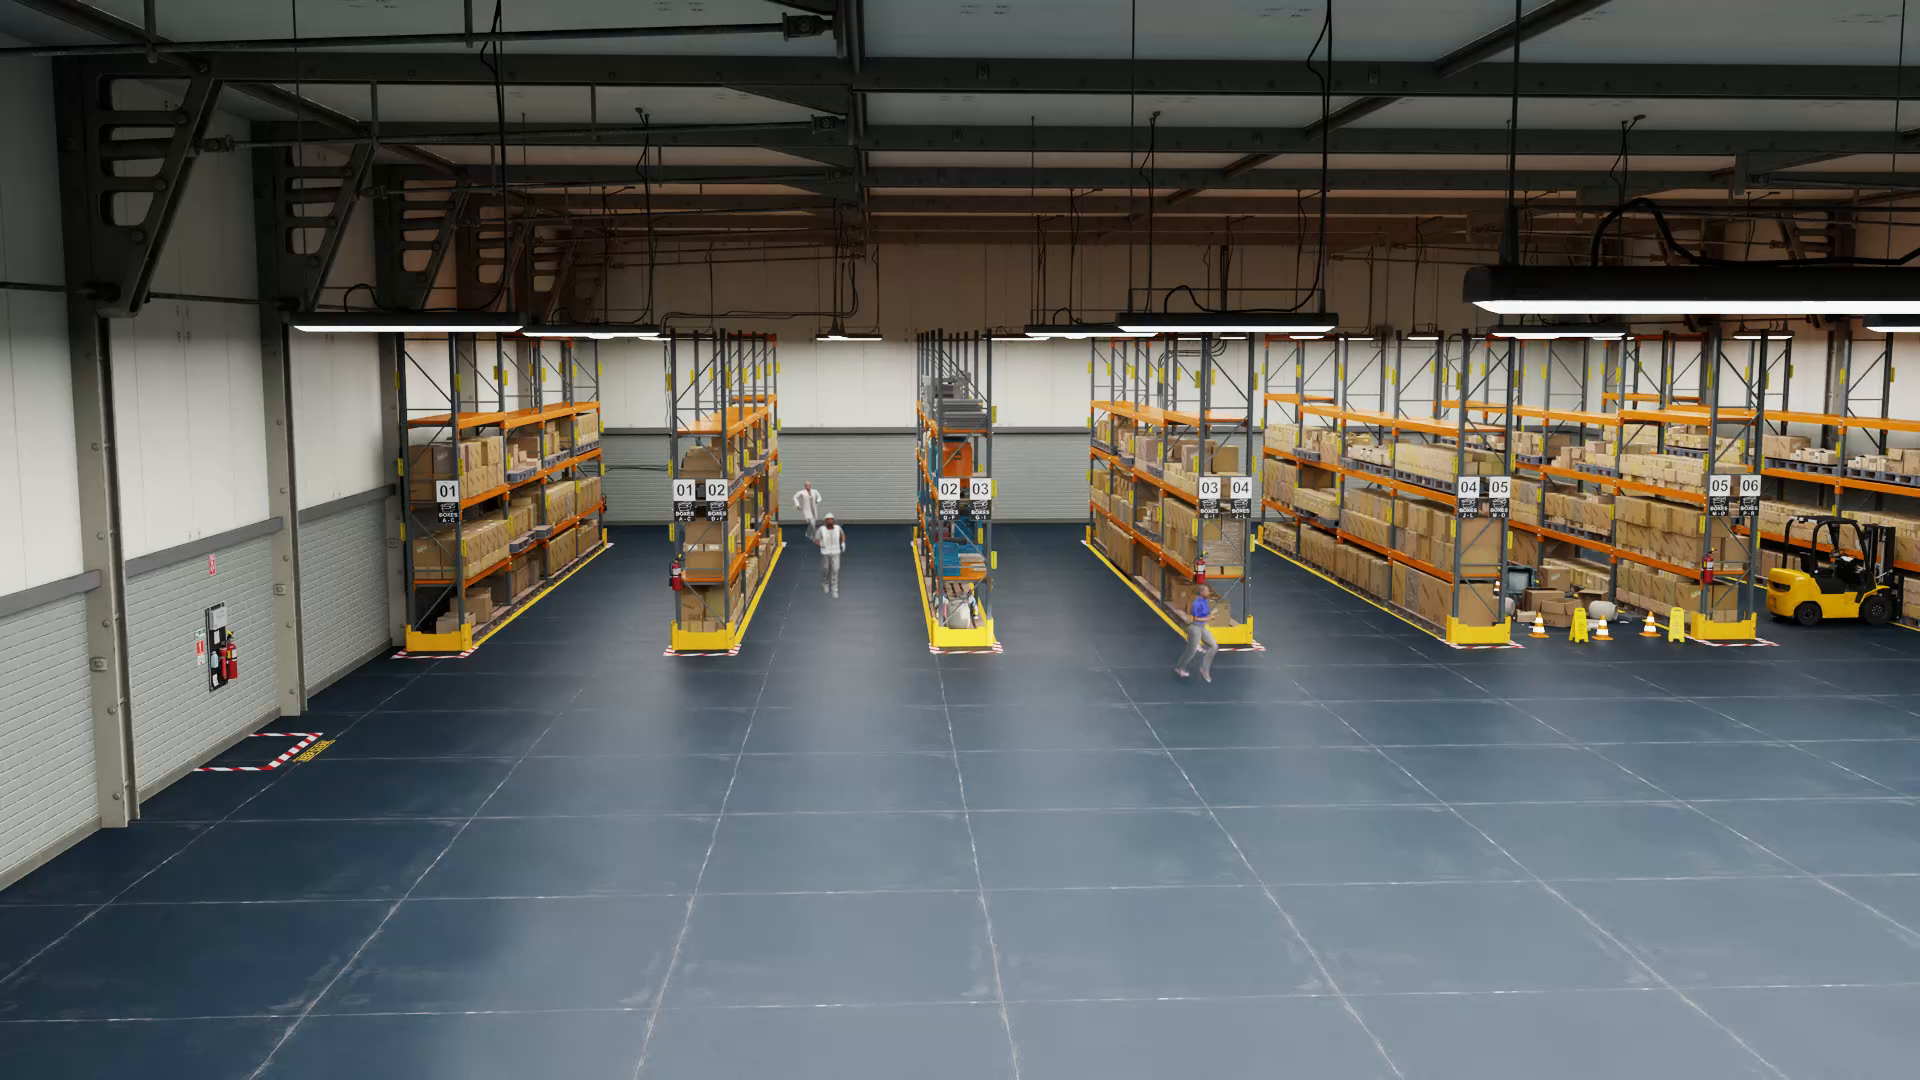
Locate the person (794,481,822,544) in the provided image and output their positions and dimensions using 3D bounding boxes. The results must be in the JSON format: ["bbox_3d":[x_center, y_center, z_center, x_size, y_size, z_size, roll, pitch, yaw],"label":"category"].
[{"bbox_3d":[-4.346,-0.784,47.846,0.740,1.818,0.917,-4,8,-32],"label":"person"}]

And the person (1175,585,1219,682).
[{"bbox_3d":[4.051,1.578,28.350,0.821,1.671,0.600,5,8,34],"label":"person"}]

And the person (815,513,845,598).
[{"bbox_3d":[-2.790,0.313,35.934,0.694,1.785,0.923,-1,7,-12],"label":"person"}]
